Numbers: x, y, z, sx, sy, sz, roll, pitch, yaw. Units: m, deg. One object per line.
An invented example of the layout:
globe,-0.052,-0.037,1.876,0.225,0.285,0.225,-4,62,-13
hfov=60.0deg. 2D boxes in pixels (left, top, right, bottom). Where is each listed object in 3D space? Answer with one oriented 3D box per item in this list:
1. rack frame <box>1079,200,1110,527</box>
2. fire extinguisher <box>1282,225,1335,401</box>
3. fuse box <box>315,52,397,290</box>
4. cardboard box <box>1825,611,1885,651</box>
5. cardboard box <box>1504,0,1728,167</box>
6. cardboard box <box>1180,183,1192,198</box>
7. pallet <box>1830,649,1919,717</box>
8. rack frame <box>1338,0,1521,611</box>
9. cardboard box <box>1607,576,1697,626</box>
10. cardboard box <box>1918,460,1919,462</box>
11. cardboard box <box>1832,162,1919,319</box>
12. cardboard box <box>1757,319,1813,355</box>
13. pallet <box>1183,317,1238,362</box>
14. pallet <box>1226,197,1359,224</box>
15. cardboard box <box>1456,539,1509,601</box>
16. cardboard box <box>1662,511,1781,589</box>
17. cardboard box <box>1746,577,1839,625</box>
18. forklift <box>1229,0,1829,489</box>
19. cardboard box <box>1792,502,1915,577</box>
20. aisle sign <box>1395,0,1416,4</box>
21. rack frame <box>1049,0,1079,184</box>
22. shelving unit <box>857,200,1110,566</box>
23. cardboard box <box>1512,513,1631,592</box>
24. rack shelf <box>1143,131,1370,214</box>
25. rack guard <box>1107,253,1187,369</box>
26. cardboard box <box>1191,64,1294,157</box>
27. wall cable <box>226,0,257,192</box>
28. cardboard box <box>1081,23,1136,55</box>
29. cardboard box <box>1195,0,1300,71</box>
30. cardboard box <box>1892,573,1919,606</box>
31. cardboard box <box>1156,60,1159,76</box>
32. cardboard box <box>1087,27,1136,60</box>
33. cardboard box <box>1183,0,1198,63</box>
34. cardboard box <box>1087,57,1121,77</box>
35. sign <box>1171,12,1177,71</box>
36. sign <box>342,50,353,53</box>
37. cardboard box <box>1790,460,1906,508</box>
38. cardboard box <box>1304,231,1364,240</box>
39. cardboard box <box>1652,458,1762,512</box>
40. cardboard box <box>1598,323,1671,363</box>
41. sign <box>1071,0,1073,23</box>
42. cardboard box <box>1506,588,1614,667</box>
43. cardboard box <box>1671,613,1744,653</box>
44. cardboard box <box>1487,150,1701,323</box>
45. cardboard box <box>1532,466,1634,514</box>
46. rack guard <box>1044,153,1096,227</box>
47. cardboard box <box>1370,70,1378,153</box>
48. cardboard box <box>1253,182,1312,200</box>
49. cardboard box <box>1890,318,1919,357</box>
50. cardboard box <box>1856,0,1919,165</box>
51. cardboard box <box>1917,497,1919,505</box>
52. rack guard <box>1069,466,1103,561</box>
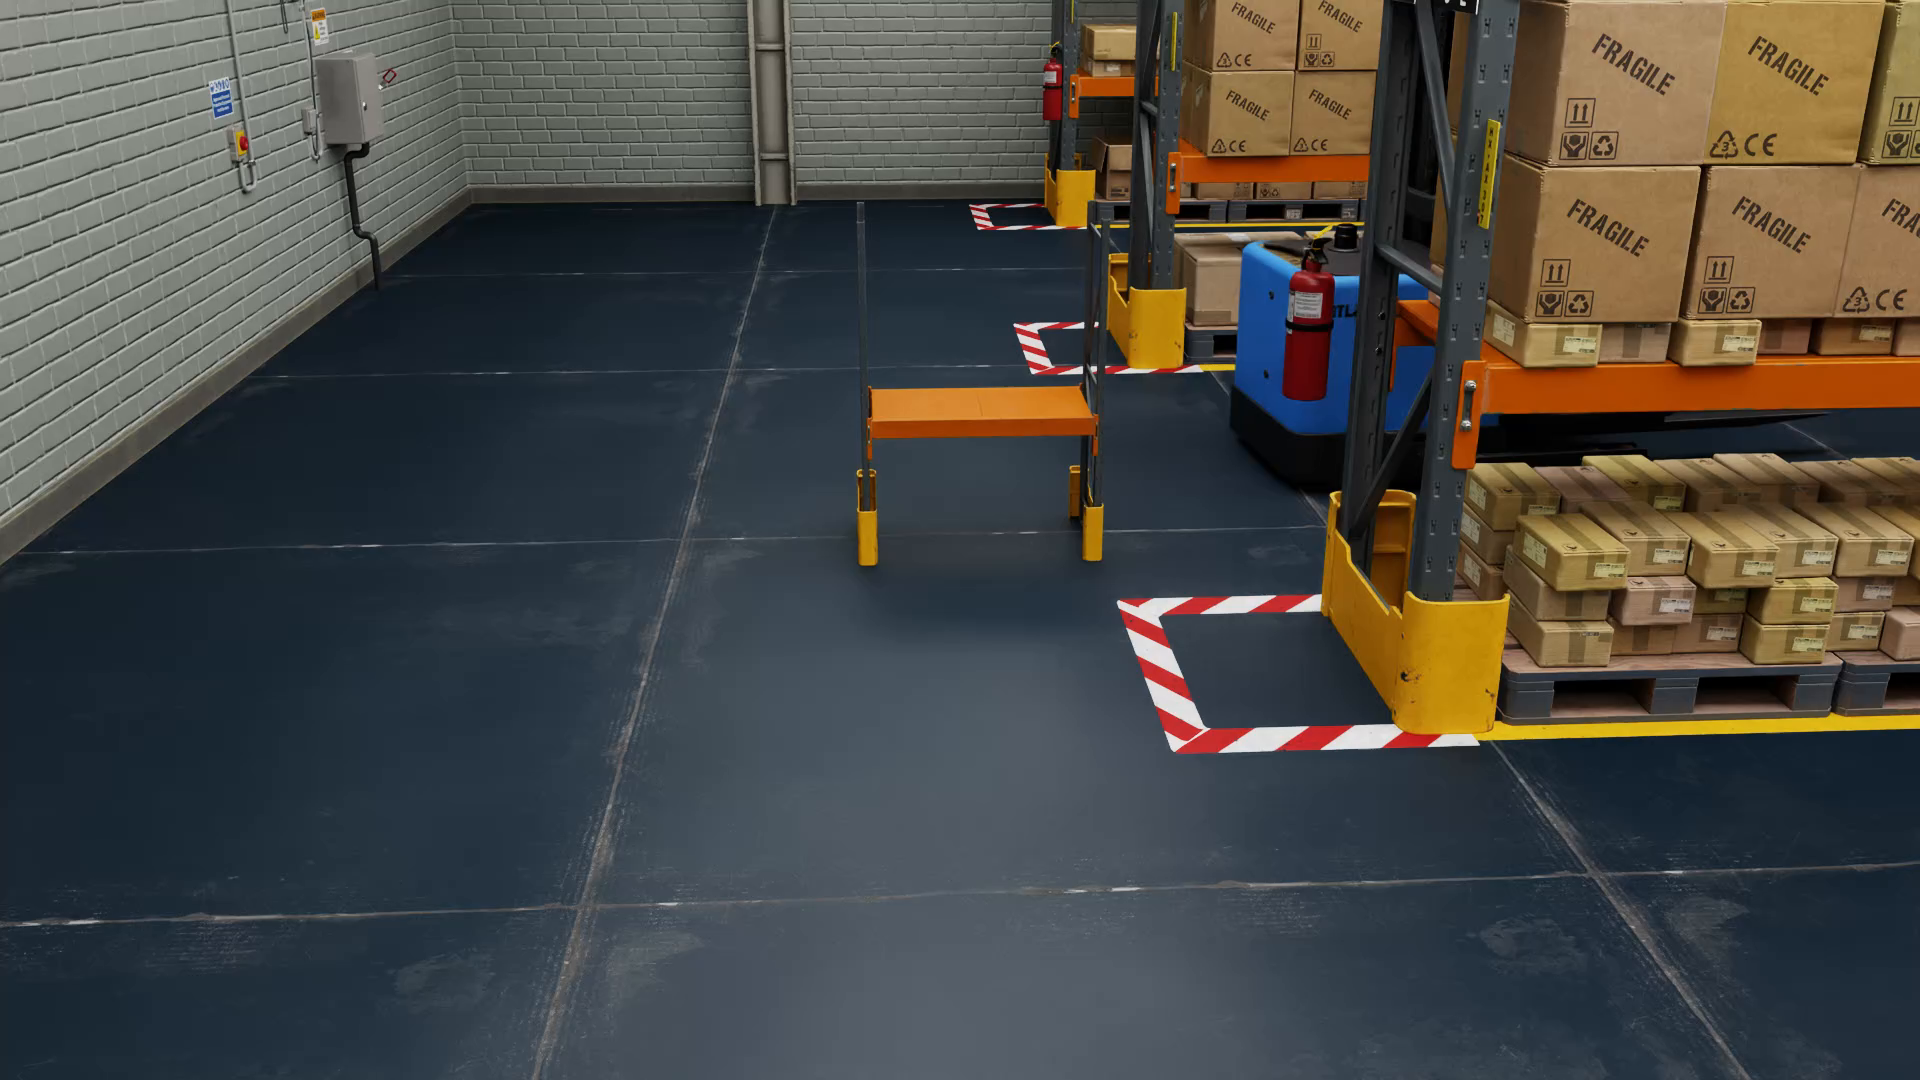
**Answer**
rack frame,0.593,-0.713,7.386,0.032,1.500,0.500,-1,21,-3
fire extinguisher,1.335,-0.876,6.338,0.183,0.674,0.296,-1,21,-3
fuse box,-4.373,-2.708,12.328,0.414,1.711,0.539,-1,21,-3
cardboard box,3.169,0.265,6.126,0.250,0.149,0.380,-1,21,-3
cardboard box,2.076,-1.495,5.368,0.500,0.500,0.500,-1,21,-3
cardboard box,1.985,-3.284,15.448,0.250,0.149,0.380,-2,21,-5
pallet,3.717,0.347,6.413,1.213,0.211,1.003,-1,21,-3
rack frame,1.613,-0.927,5.840,0.127,3.000,1.000,-1,21,-3
cardboard box,2.427,0.165,5.970,0.250,0.149,0.380,-1,21,-3
cardboard box,3.938,-0.185,6.472,0.250,0.149,0.380,-2,21,-5
cardboard box,3.100,-1.049,5.603,0.500,0.500,0.500,-1,21,-2
cardboard box,2.730,-0.760,5.755,0.250,0.149,0.380,0,21,-1
pallet,2.023,-1.424,11.065,1.213,0.211,1.003,-1,21,-3
pallet,3.029,-3.185,15.691,1.213,0.211,1.003,-1,21,-3
cardboard box,2.127,0.124,6.496,0.250,0.149,0.380,-1,21,-2
cardboard box,2.683,0.033,5.899,0.250,0.149,0.380,-1,21,-3
cardboard box,2.929,0.162,5.978,0.250,0.149,0.380,-1,21,-1
forklift,3.029,-1.856,8.377,3.031,2.935,1.130,-3,21,-9
cardboard box,3.203,-0.004,5.995,0.250,0.149,0.380,0,21,-1
aisle sign,1.523,-2.247,5.654,0.004,0.787,0.394,-1,21,-3
rack frame,0.942,-4.447,15.085,0.127,3.000,1.000,-1,21,-3
shelving unit,0.076,-0.702,7.358,1.083,1.500,0.587,-1,21,-3
cardboard box,2.156,0.041,5.878,0.250,0.149,0.380,-2,21,-6
rack shelf,3.226,-2.388,10.688,4.000,0.370,1.077,-1,21,-3
rack guard,1.206,-1.515,10.897,0.348,0.500,1.175,-1,21,-3
cardboard box,1.725,-2.638,10.194,0.500,0.500,0.500,-1,21,-3
wall cable,-4.399,-3.050,9.945,0.123,1.953,0.585,-1,21,-3
cardboard box,1.387,-4.619,15.331,0.500,0.250,0.500,-1,21,-1
cardboard box,1.725,-3.106,10.018,0.500,0.500,0.500,-2,21,-4
cardboard box,3.457,0.103,6.134,0.250,0.149,0.380,0,21,0
cardboard box,1.798,-4.278,14.994,0.250,0.149,0.380,-1,21,-4
cardboard box,1.411,-4.429,14.831,0.500,0.250,0.500,-1,21,-3
cardboard box,1.697,-3.292,10.506,0.500,0.500,0.500,0,21,-1
cardboard box,1.286,-4.238,14.891,0.250,0.149,0.380,-1,21,-3
sign,1.255,-2.928,9.767,0.005,0.325,0.100,-1,21,-3
sign,-4.608,-3.437,12.565,0.001,0.494,0.329,-1,21,-3
cardboard box,3.429,-0.179,6.456,0.250,0.149,0.380,-2,21,-5
cardboard box,2.796,-1.753,11.020,0.875,0.438,0.875,-1,21,-2
cardboard box,2.895,-0.188,6.479,0.250,0.149,0.380,-2,21,-5
cardboard box,2.207,-0.720,5.649,0.250,0.149,0.380,0,21,-1
sign,0.974,-4.658,14.424,0.005,0.325,0.100,-1,21,-3
cardboard box,2.154,0.312,6.002,0.250,0.149,0.380,-1,21,-2
cardboard box,2.659,0.270,6.112,0.250,0.149,0.380,-1,21,-2
cardboard box,2.077,-1.024,5.536,0.500,0.500,0.500,0,21,0
cardboard box,2.381,-0.155,6.392,0.250,0.149,0.380,-1,21,-2
rack guard,1.018,-3.280,15.533,0.348,0.500,1.175,-1,21,-3
cardboard box,2.737,-2.662,10.257,0.500,0.500,0.500,-1,21,-3
cardboard box,2.948,-3.432,15.343,0.500,0.500,0.500,-1,21,-2
cardboard box,3.250,-0.752,5.733,0.250,0.149,0.380,-2,21,-4
cardboard box,3.100,-1.510,5.408,0.500,0.500,0.500,-2,21,-4
cardboard box,3.714,-0.032,6.069,0.250,0.149,0.380,-1,21,-3
rack guard,0.573,-0.128,7.607,0.087,0.250,0.587,-1,21,-3
